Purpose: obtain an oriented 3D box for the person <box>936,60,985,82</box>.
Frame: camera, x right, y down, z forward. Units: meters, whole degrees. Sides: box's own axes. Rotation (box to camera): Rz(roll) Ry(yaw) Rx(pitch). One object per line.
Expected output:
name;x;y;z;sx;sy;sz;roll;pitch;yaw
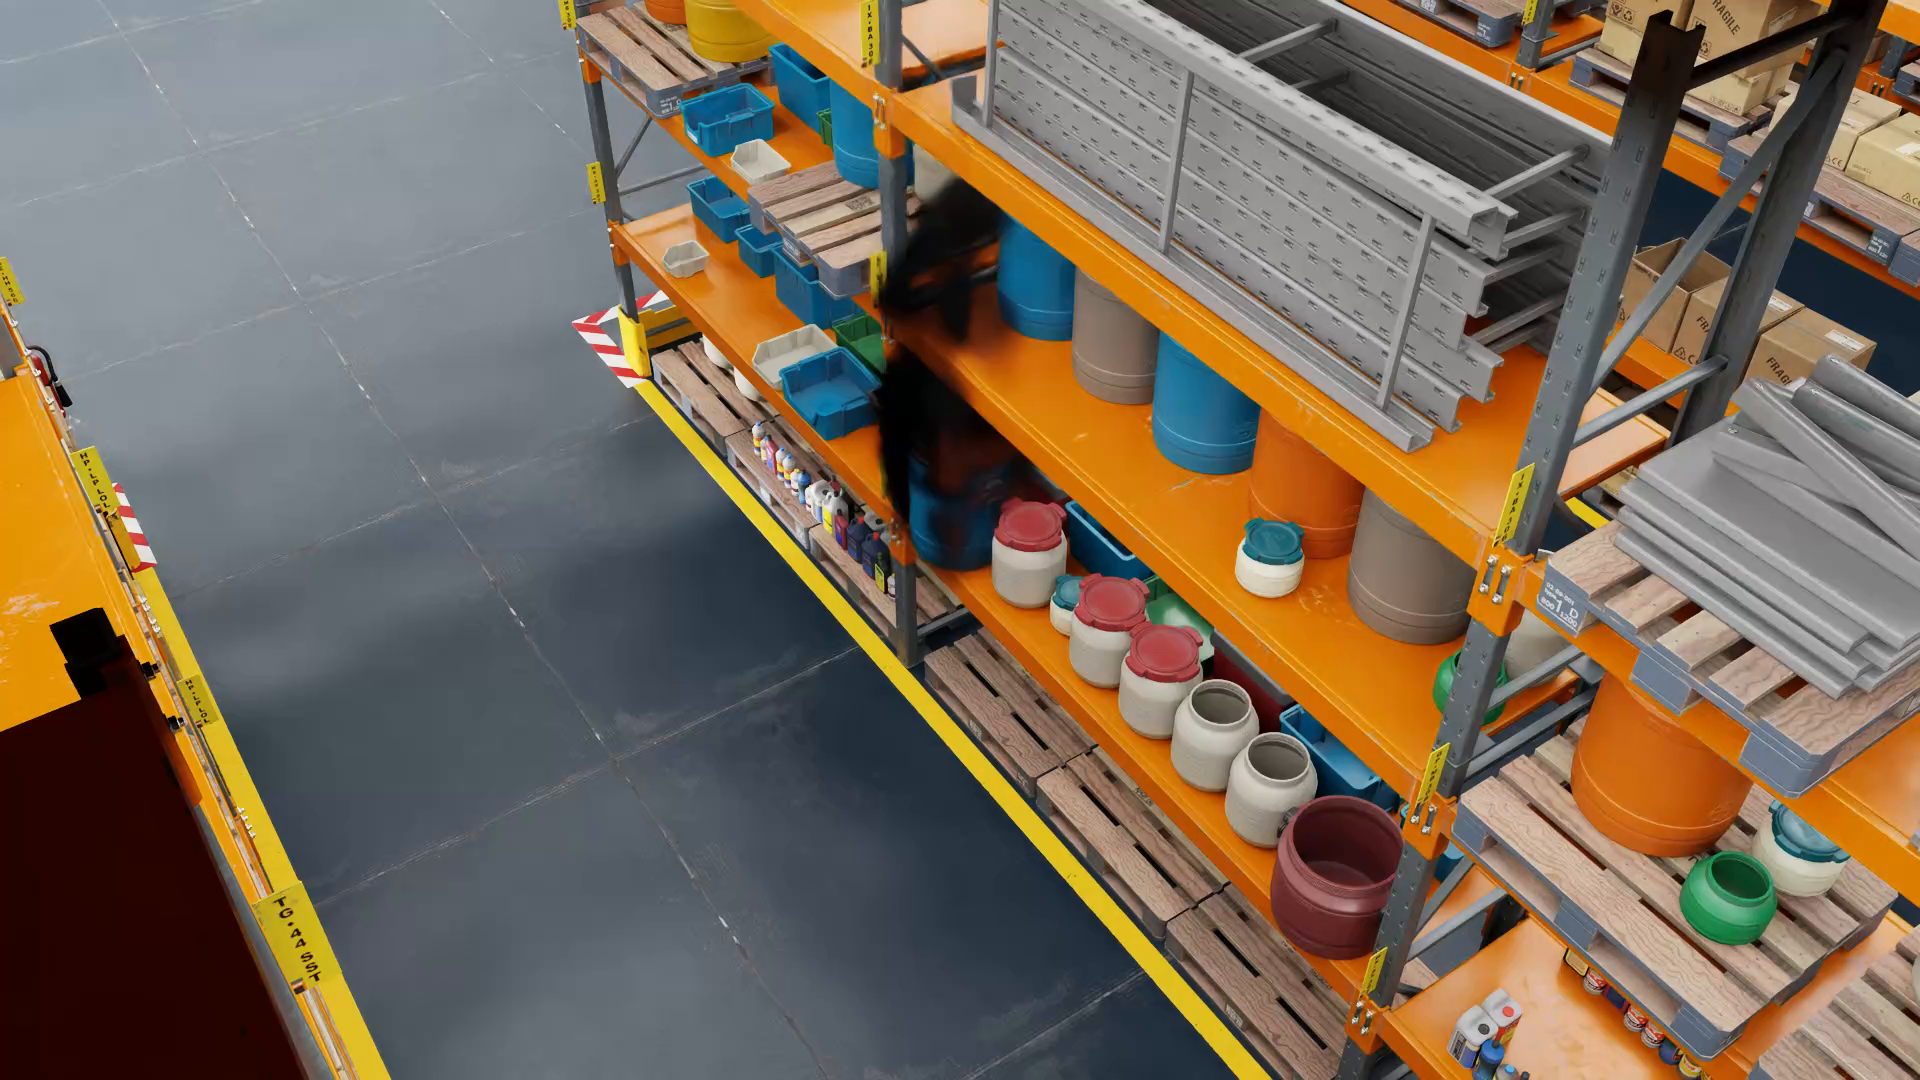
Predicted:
person;-0.036;-4.861;15.836;0.889;1.705;0.588;-2;43;-2
